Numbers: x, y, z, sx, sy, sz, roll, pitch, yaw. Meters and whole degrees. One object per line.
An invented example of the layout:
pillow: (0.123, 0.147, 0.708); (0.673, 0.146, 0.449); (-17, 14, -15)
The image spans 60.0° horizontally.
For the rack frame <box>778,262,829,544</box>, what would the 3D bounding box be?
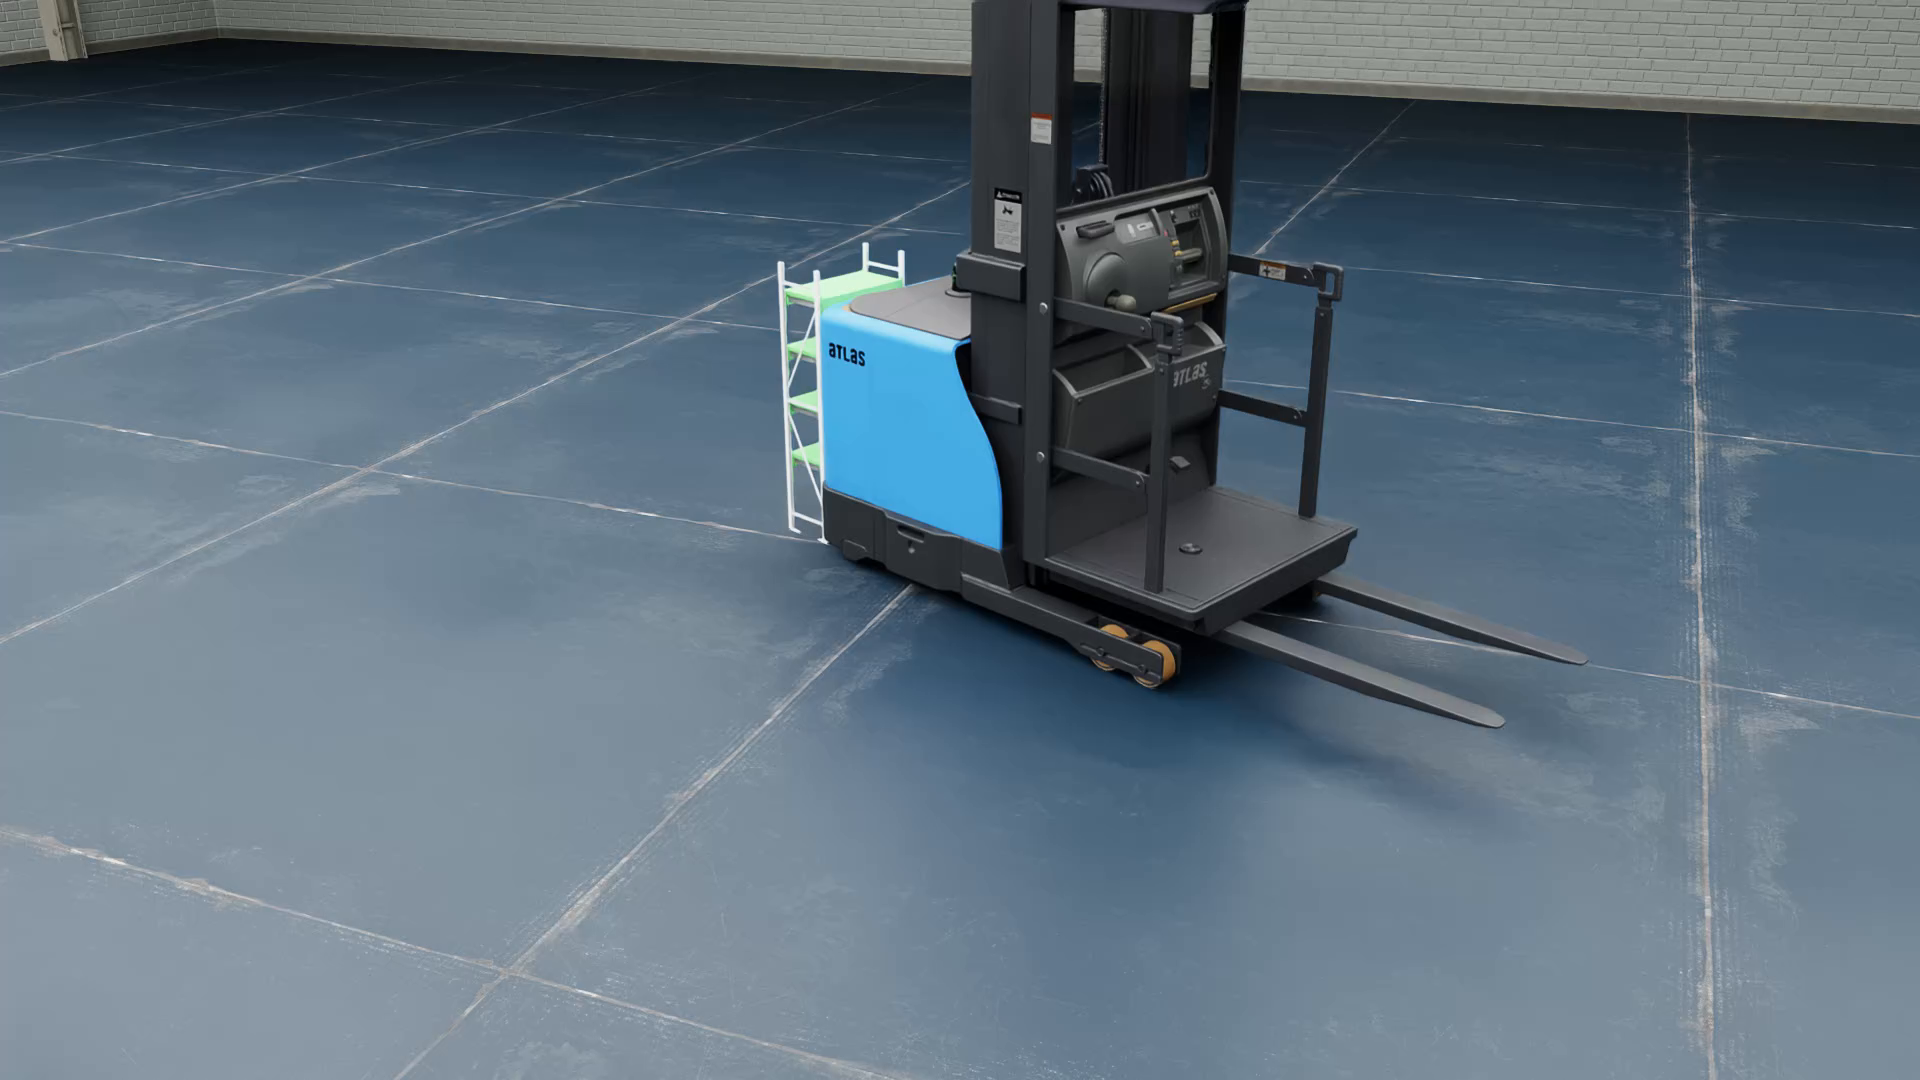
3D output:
rack frame: (-0.663, -0.570, 7.057); (0.240, 1.200, 0.015); (20, 30, 39)

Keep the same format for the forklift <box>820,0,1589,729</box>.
forklift: (0.832, -1.048, 5.956); (3.031, 2.935, 1.130); (20, 30, 39)

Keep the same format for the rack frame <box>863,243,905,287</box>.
rack frame: (-0.330, -0.707, 7.386); (0.240, 1.200, 0.015); (20, 30, 39)

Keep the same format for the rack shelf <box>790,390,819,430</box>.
rack shelf: (-0.497, -0.579, 7.246); (0.258, 0.148, 0.480); (20, 30, 39)

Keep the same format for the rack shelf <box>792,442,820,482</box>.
rack shelf: (-0.497, -0.358, 7.339); (0.258, 0.148, 0.480); (20, 30, 39)

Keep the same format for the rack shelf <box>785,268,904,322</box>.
rack shelf: (-0.497, -1.022, 7.061); (0.258, 0.148, 0.480); (20, 30, 39)

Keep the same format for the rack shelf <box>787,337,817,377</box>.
rack shelf: (-0.497, -0.801, 7.154); (0.258, 0.148, 0.480); (20, 30, 39)

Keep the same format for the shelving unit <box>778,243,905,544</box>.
shelving unit: (-0.497, -0.638, 7.222); (0.258, 1.200, 0.503); (20, 30, 39)

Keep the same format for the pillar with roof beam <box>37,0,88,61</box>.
pillar with roof beam: (-8.652, -10.365, 20.389); (9.100, 9.000, 0.400); (9, 24, 20)
